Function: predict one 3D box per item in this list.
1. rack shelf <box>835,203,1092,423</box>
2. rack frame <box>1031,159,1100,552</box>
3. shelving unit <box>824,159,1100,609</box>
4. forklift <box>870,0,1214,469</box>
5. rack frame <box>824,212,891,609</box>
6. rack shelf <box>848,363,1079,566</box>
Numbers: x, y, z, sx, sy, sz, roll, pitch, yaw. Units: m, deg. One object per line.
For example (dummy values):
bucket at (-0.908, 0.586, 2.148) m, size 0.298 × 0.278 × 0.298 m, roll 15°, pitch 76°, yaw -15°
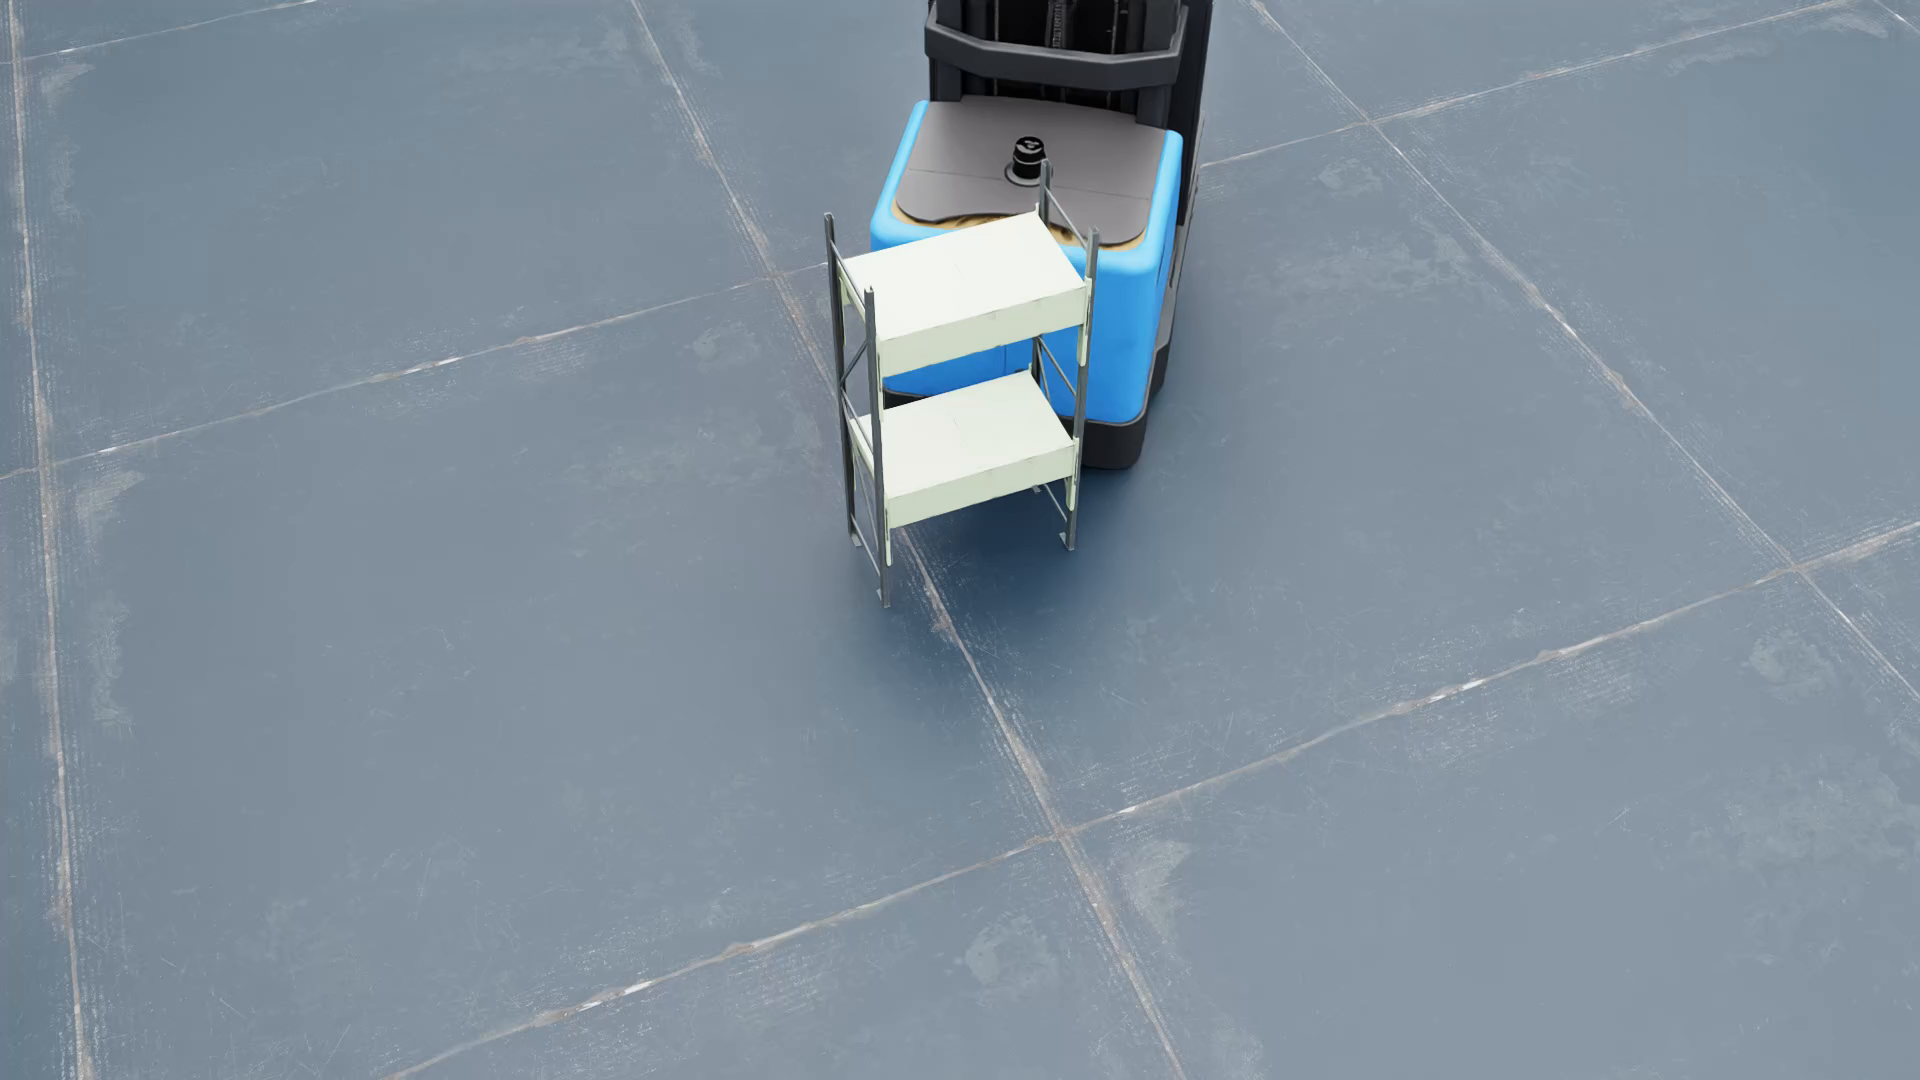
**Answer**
rack shelf at (0.003, -0.740, 5.382) m, size 0.720 × 0.370 × 0.431 m, roll -17°, pitch 51°, yaw -14°
rack frame at (0.343, -0.589, 5.767) m, size 0.023 × 1.500 × 0.400 m, roll -17°, pitch 51°, yaw -14°
shelving unit at (0.003, -0.486, 5.678) m, size 0.755 × 1.500 × 0.431 m, roll -17°, pitch 51°, yaw -14°
forklift at (0.469, -2.370, 6.353) m, size 1.130 × 2.935 × 3.031 m, roll 9°, pitch 50°, yaw 8°
rack frame at (-0.337, -0.382, 5.590) m, size 0.023 × 1.500 × 0.400 m, roll -17°, pitch 51°, yaw -14°
rack shelf at (0.003, -0.273, 5.925) m, size 0.720 × 0.370 × 0.431 m, roll -17°, pitch 51°, yaw -14°
